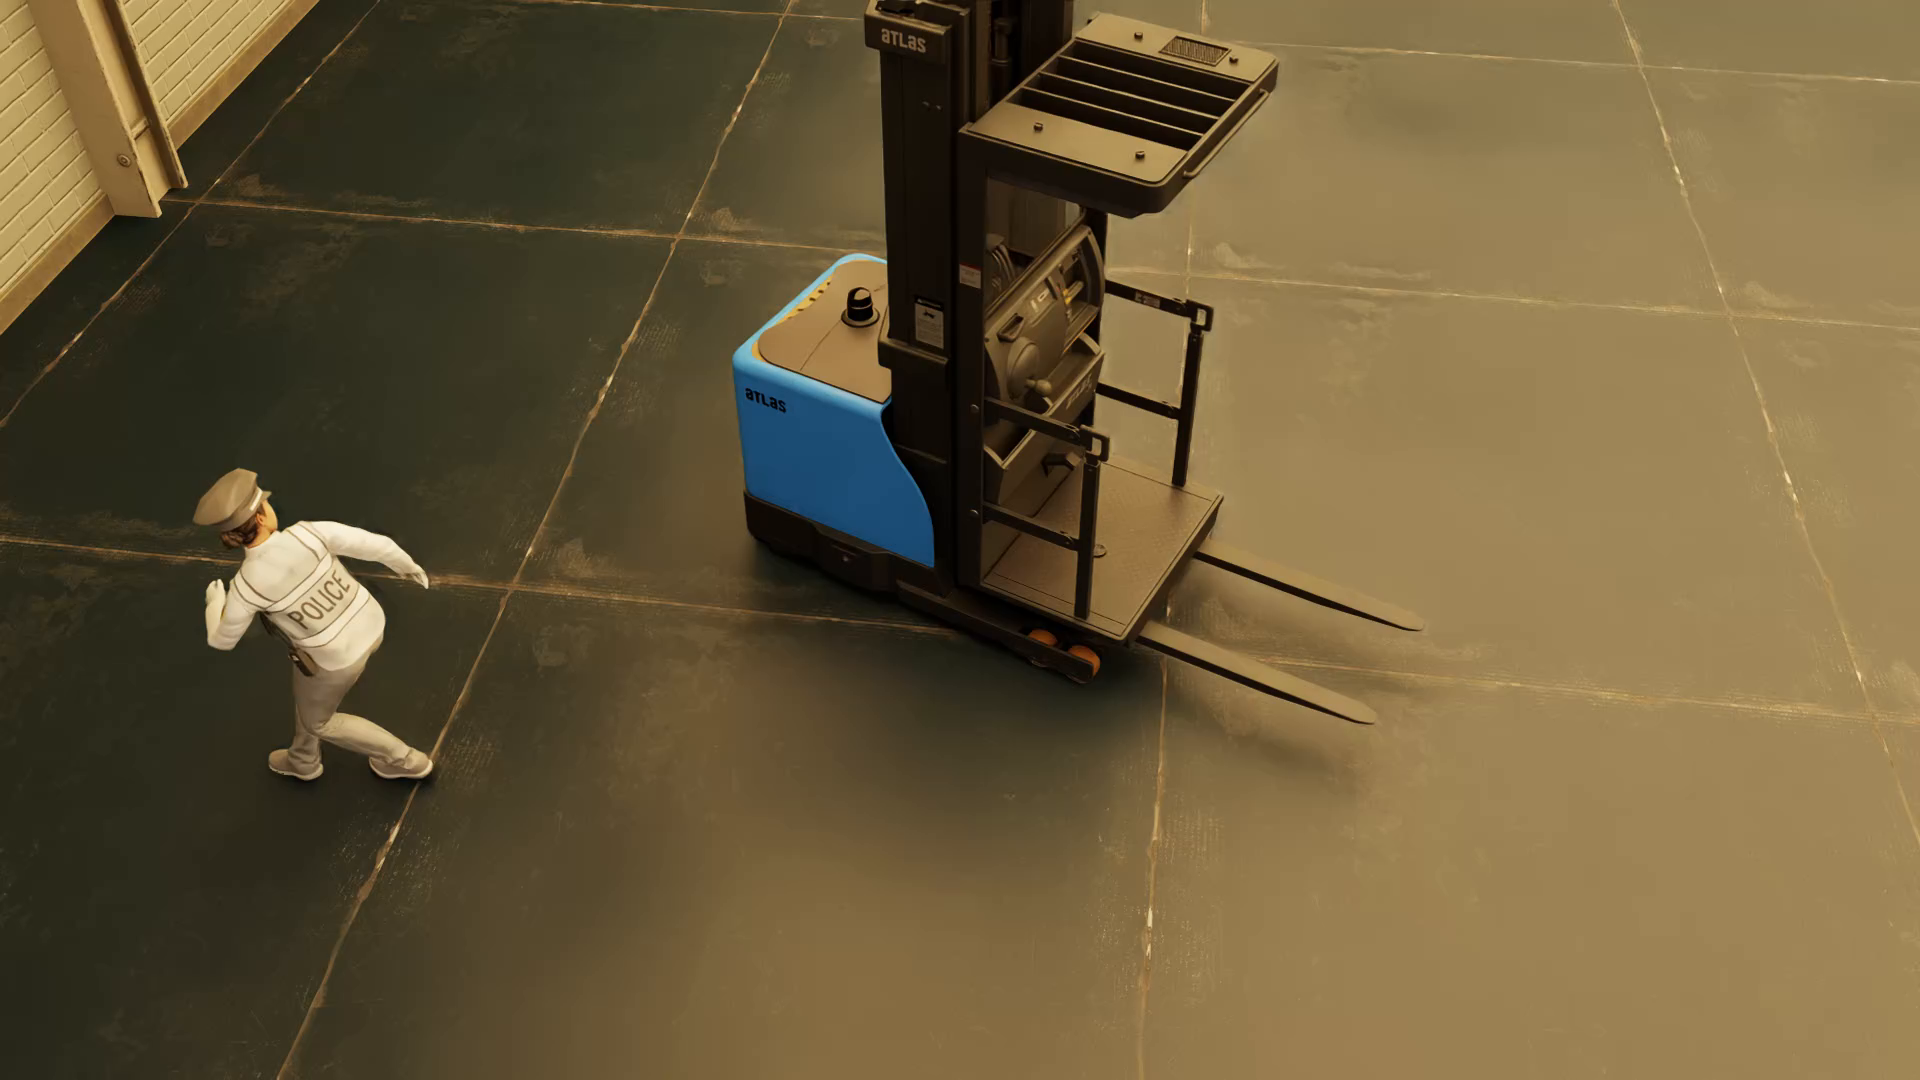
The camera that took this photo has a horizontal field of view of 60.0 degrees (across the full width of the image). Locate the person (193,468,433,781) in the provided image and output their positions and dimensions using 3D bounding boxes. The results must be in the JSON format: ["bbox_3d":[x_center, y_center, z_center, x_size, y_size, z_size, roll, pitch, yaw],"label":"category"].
[{"bbox_3d":[-2.499,0.310,6.432,0.777,1.563,0.742,16,45,16],"label":"person"}]

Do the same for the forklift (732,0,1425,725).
[{"bbox_3d":[0.529,-0.874,6.675,3.031,2.935,1.130,21,47,22],"label":"forklift"}]
